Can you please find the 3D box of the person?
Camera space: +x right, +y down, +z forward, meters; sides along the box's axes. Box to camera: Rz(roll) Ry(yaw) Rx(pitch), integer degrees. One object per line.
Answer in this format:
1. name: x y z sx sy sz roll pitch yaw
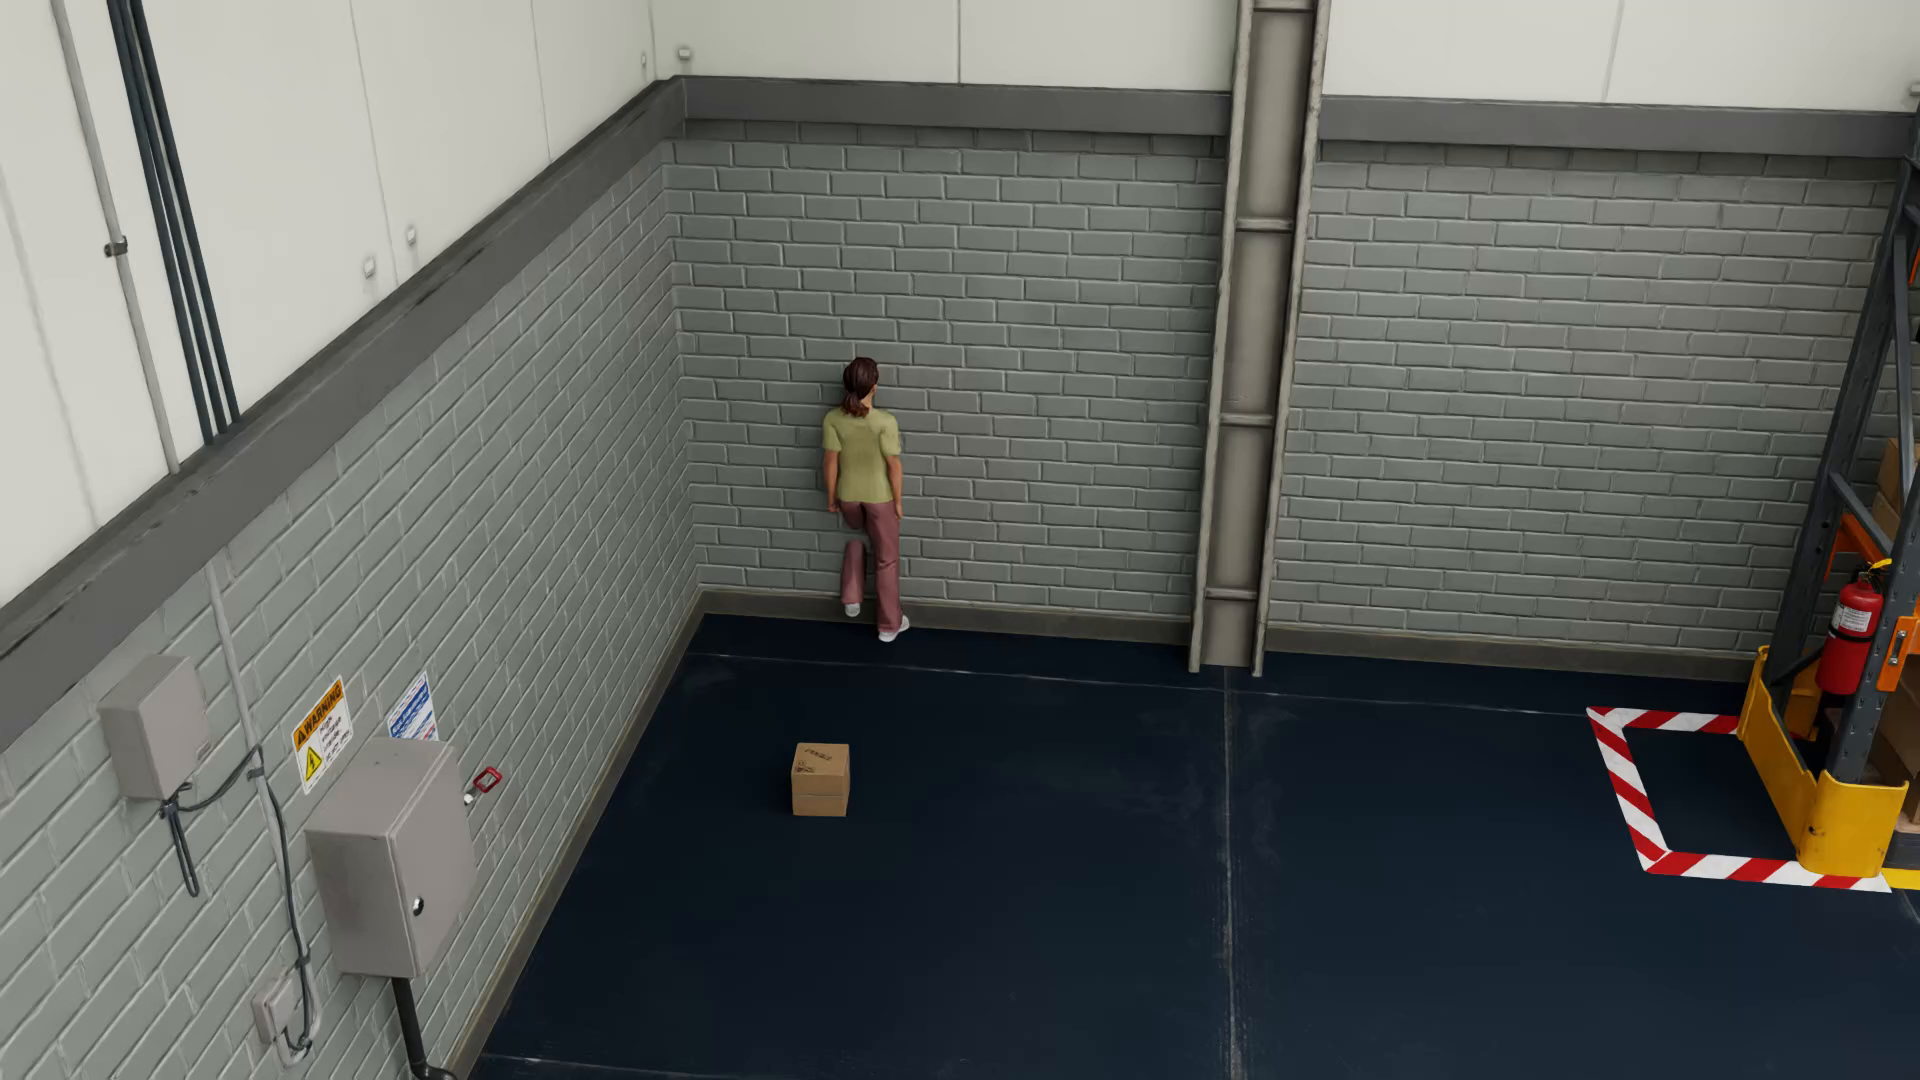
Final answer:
1. person: -0.496 -0.240 9.066 0.432 1.673 0.479 6 29 11
